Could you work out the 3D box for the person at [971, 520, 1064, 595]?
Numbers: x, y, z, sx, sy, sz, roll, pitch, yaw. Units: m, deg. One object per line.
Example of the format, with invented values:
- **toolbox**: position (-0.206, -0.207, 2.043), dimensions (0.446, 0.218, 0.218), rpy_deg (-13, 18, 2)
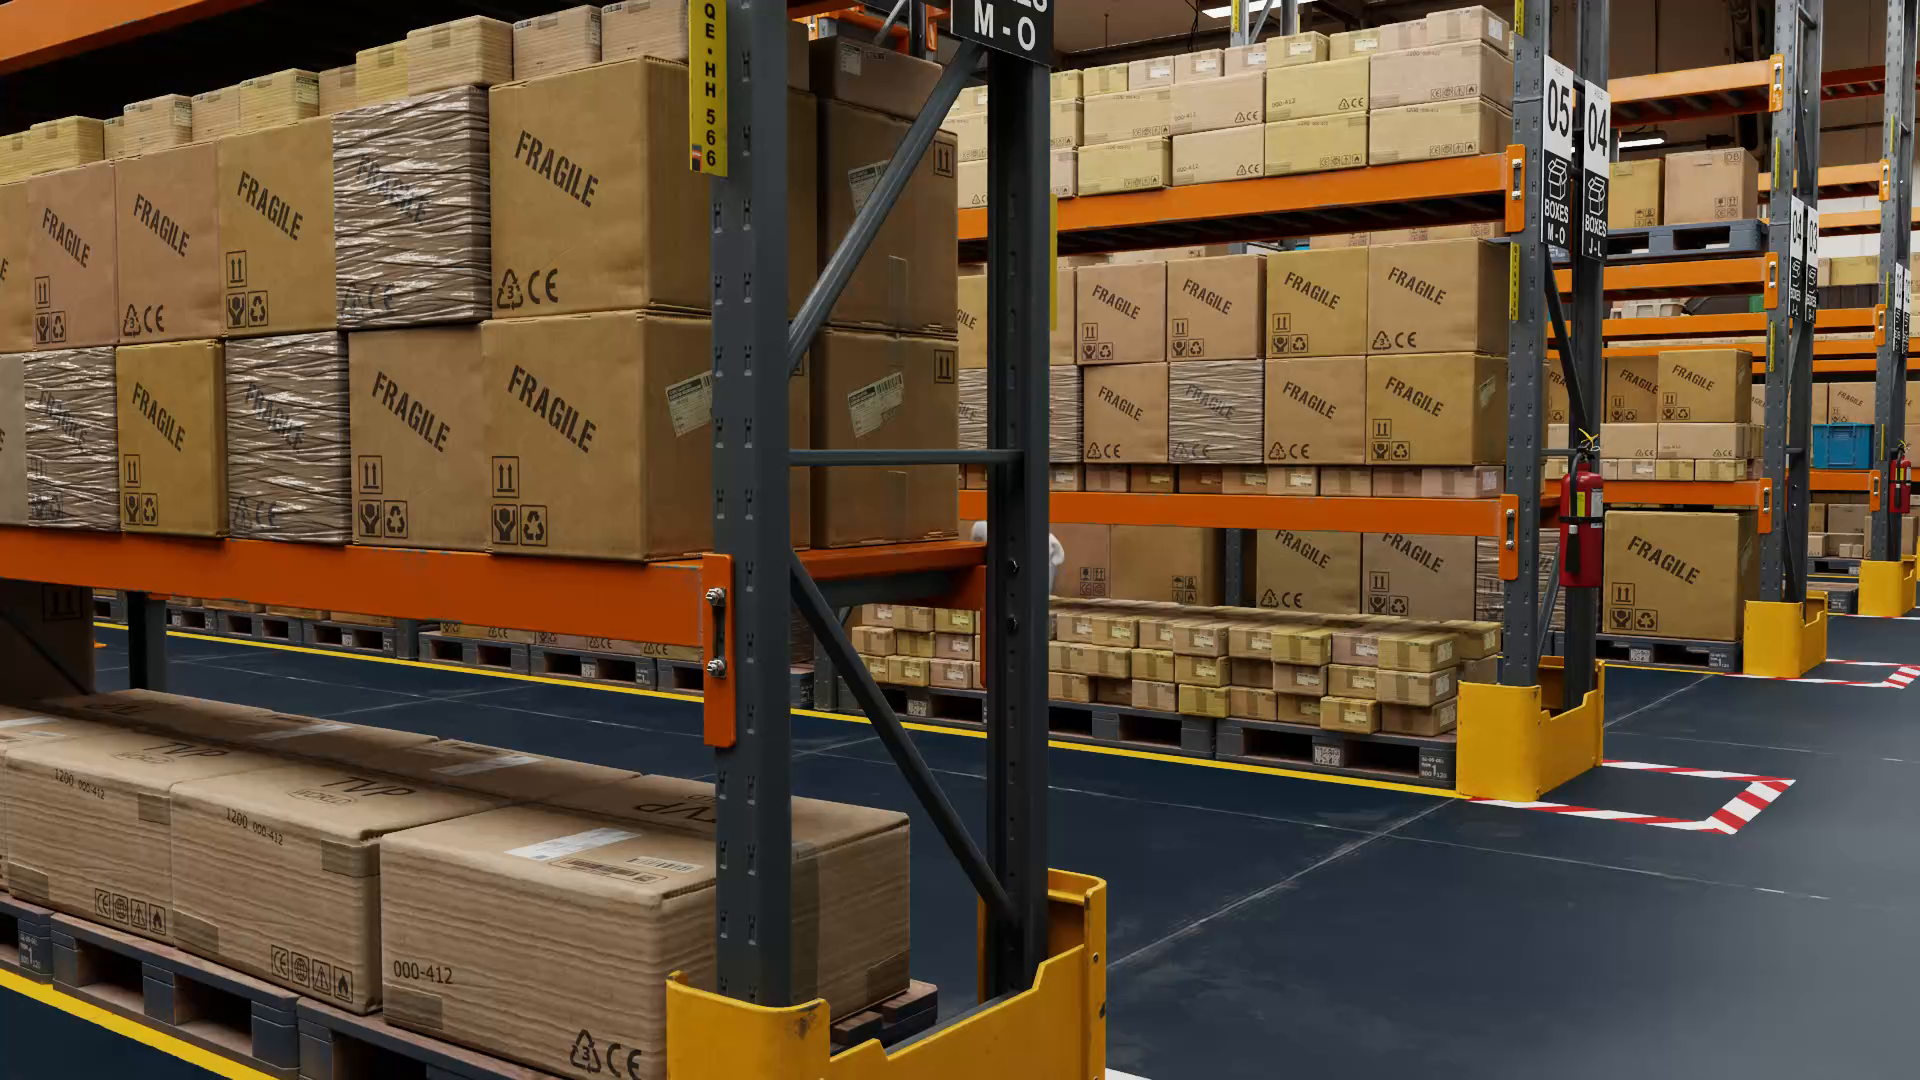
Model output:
- **person**: position (0.371, 0.363, 11.540), dimensions (0.512, 1.059, 0.965), rpy_deg (2, 4, 33)
